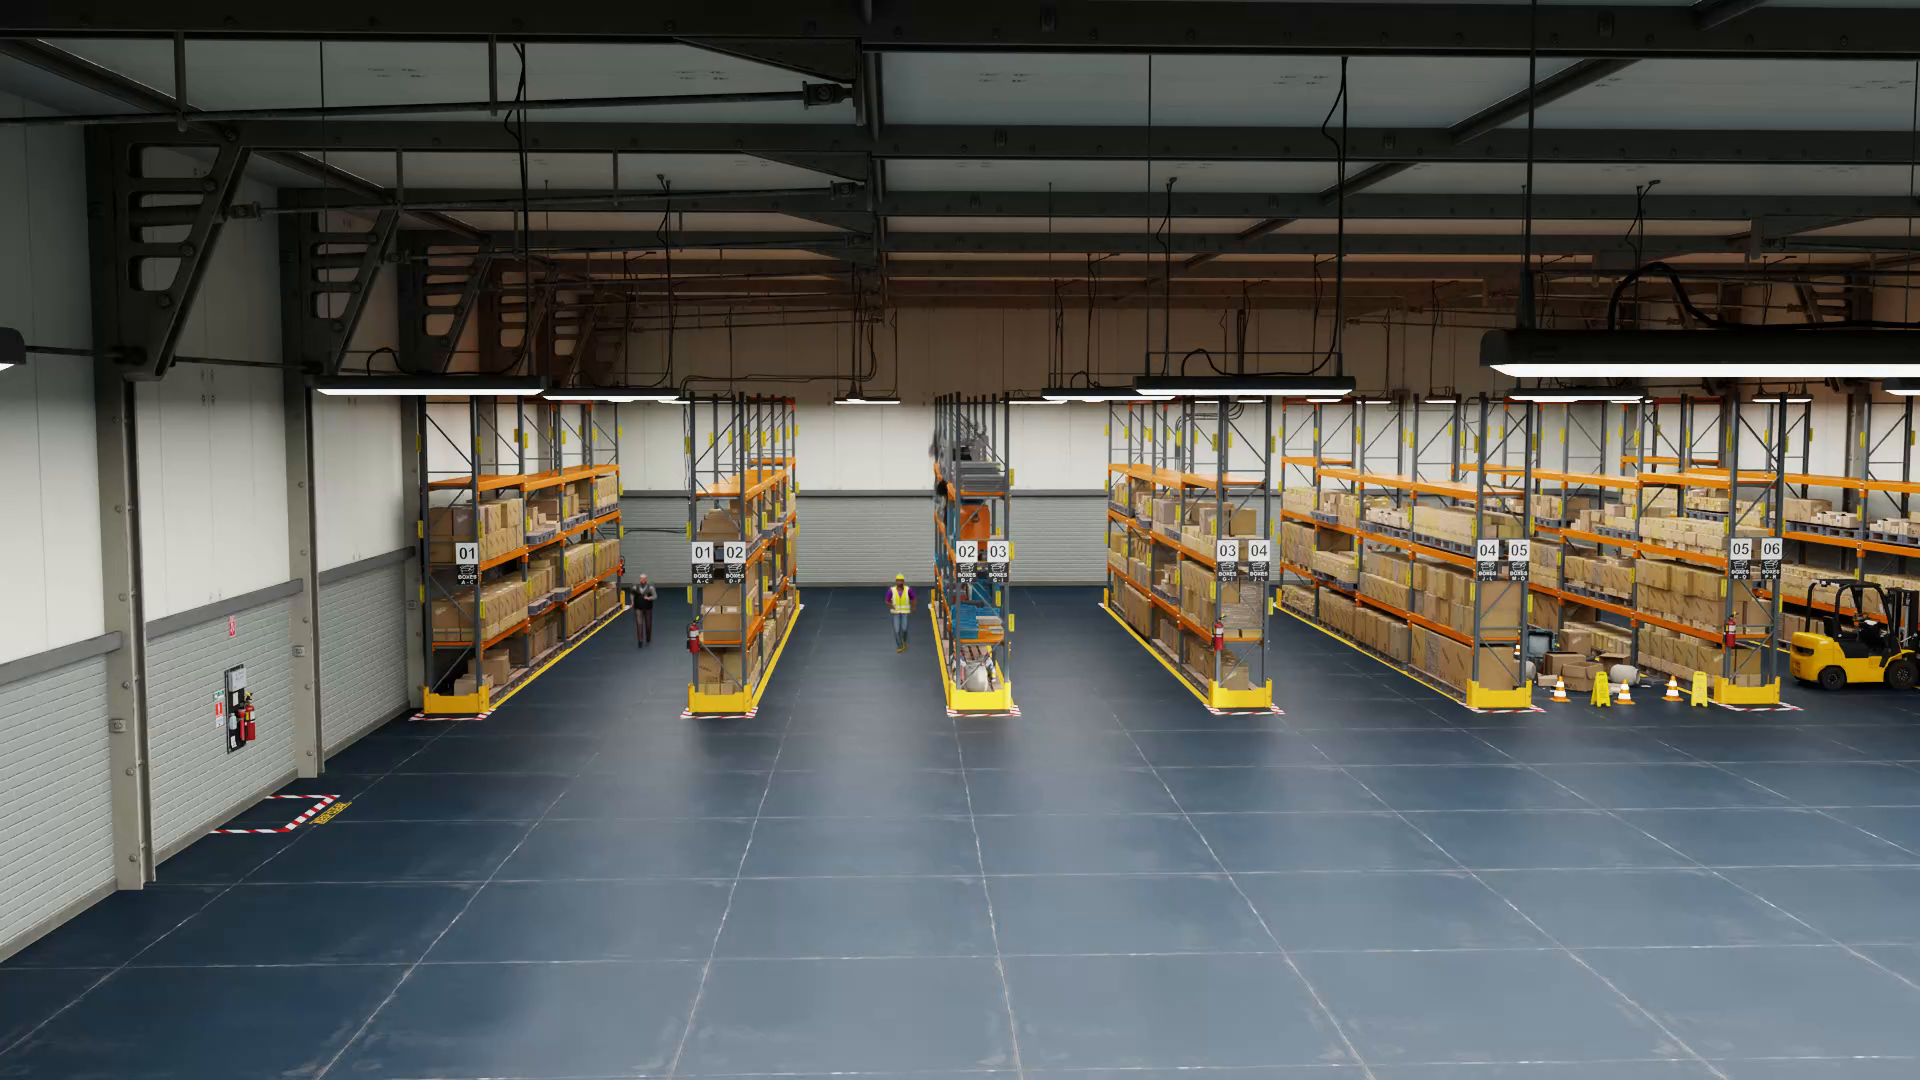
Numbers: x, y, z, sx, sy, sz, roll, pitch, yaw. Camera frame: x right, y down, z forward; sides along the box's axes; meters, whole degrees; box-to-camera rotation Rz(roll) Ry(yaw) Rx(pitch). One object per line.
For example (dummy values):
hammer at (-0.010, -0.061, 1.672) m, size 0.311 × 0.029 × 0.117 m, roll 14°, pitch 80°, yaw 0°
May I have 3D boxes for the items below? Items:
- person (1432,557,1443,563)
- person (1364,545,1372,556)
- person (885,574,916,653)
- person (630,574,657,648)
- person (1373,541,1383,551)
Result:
person at (14.176, 0.921, 49.319) m, size 0.604 × 1.739 × 0.719 m, roll 1°, pitch 5°, yaw 18°
person at (12.046, 0.975, 49.012) m, size 0.672 × 1.648 × 0.547 m, roll 0°, pitch 5°, yaw 1°
person at (-1.308, 1.630, 36.683) m, size 0.693 × 1.744 × 0.575 m, roll 0°, pitch 5°, yaw -1°
person at (-7.543, 1.669, 39.618) m, size 0.657 × 1.704 × 0.971 m, roll -1°, pitch 5°, yaw -8°
person at (12.602, 0.865, 50.070) m, size 0.935 × 1.685 × 0.583 m, roll -2°, pitch 5°, yaw -19°
